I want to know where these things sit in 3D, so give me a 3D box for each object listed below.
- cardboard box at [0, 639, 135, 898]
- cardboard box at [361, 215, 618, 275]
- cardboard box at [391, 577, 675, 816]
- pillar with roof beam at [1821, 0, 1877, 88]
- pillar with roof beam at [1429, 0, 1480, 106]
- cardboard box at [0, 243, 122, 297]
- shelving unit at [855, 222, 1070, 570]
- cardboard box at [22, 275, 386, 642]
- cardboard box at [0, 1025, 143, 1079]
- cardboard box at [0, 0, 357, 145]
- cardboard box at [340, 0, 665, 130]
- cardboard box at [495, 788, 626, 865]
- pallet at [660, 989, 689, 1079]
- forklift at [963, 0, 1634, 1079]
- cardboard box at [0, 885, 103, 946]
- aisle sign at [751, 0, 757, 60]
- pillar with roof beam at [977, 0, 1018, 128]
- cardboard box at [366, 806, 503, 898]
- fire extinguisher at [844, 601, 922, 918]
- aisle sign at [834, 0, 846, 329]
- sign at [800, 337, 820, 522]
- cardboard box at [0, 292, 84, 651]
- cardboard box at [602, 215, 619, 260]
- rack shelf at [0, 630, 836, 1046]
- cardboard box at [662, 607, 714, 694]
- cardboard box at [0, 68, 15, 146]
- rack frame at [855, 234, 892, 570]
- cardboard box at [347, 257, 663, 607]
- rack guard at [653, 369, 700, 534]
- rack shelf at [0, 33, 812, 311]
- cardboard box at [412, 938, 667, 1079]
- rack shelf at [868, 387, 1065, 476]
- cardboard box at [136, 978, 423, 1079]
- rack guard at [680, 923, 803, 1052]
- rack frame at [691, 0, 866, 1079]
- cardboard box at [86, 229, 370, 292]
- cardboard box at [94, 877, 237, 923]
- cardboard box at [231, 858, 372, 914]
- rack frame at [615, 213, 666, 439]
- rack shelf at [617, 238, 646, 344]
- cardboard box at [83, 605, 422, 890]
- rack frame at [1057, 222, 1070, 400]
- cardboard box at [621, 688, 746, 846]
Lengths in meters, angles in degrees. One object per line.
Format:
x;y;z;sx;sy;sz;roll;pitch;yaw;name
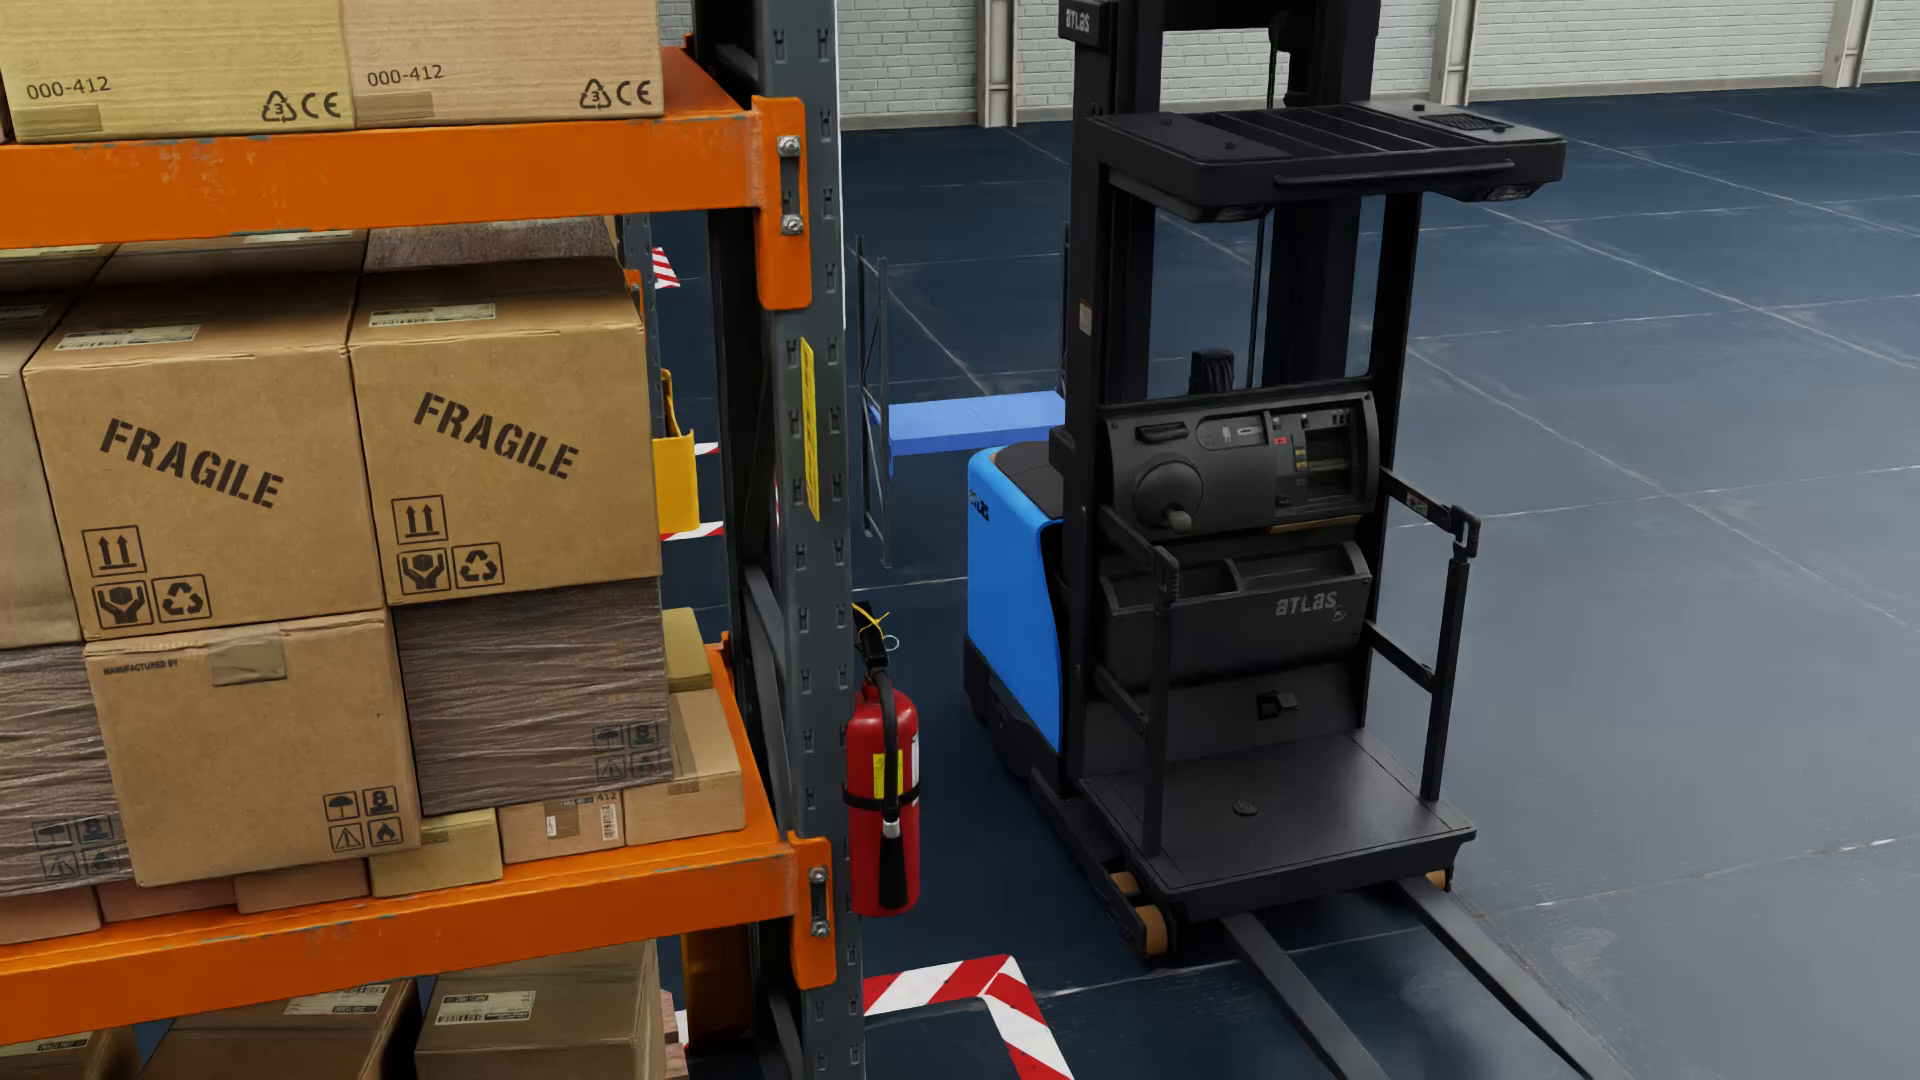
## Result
-1.884;0.265;3.325;0.500;0.500;0.875;-6;24;-14;cardboard box
-1.008;-0.423;3.660;0.500;0.500;0.500;-6;24;-14;cardboard box
-0.942;0.129;3.641;0.500;0.500;0.875;-6;24;-14;cardboard box
13.153;-8.691;17.092;0.400;9.000;9.100;-6;24;-14;pillar with roof beam
7.376;-8.051;15.602;0.400;9.000;9.100;-6;24;-14;pillar with roof beam
-1.973;-0.319;3.417;0.500;0.500;0.500;-6;24;-14;cardboard box
0.082;-0.698;7.975;1.048;1.500;0.538;-6;24;-14;shelving unit
-1.348;-0.171;3.071;0.500;0.500;0.500;-6;24;-14;cardboard box
-2.185;1.416;3.784;0.500;0.500;0.500;-4;24;-9;cardboard box
-1.281;-0.844;2.799;0.500;0.250;0.500;-6;24;-14;cardboard box
-0.801;-0.898;2.925;0.500;0.250;0.500;-6;24;-13;cardboard box
-0.865;0.514;3.566;0.250;0.149;0.380;-6;24;-14;cardboard box
-1.270;1.626;4.192;1.213;0.211;1.003;-6;24;-14;pallet
0.967;-0.218;5.042;1.130;2.935;3.031;-8;24;-17;forklift
-1.823;0.627;3.303;0.250;0.149;0.380;-6;24;-14;cardboard box
-0.427;-1.051;3.600;0.004;0.787;0.394;-6;24;-14;aisle sign
1.599;-7.412;14.113;0.400;9.000;9.100;-6;24;-14;pillar with roof beam
-1.092;0.560;3.458;0.250;0.149;0.380;-6;24;-14;cardboard box
-0.171;0.462;3.467;0.183;0.674;0.296;-6;24;-14;fire extinguisher
-0.265;-0.824;3.069;0.004;0.787;0.394;-6;24;-14;aisle sign
-0.275;-0.201;3.045;0.005;0.325;0.100;-6;24;-14;sign
-1.830;-0.118;2.950;0.500;0.500;0.500;-6;24;-14;cardboard box
-1.993;-1.642;8.083;0.550;0.550;0.875;-6;24;-14;cardboard box
-2.331;0.807;3.477;4.000;0.370;1.077;-6;24;-14;rack shelf
-0.744;0.319;4.021;0.250;0.149;0.380;-6;24;-14;cardboard box
-1.776;-0.792;2.679;0.500;0.250;0.500;-6;24;-13;cardboard box
-0.407;-0.644;7.849;0.032;1.500;0.500;-6;24;-14;rack frame
-0.868;-0.226;3.201;0.500;0.500;0.500;-6;24;-14;cardboard box
-1.625;-0.484;8.744;0.348;0.500;1.175;-6;24;-14;rack guard
-2.331;-0.571;2.885;4.000;0.370;1.077;-6;24;-14;rack shelf
-1.011;1.280;4.101;0.500;0.500;0.500;-2;23;-5;cardboard box
0.082;-0.533;8.046;1.000;0.185;0.538;-6;24;-14;rack shelf
-1.577;1.356;3.923;0.500;0.500;0.500;0;23;0;cardboard box
-0.478;1.421;4.305;0.348;0.500;1.175;-6;24;-14;rack guard
-0.405;0.264;3.831;0.127;3.000;1.000;-6;24;-14;rack frame
-1.492;-0.373;3.543;0.500;0.500;0.500;-6;24;-14;cardboard box
-1.588;0.592;3.385;0.250;0.149;0.380;-6;24;-14;cardboard box
-1.336;0.581;3.410;0.250;0.149;0.380;-6;24;-14;cardboard box
-1.648;-1.630;8.245;0.127;3.000;1.000;-6;24;-14;rack frame
-3.573;-1.087;7.890;4.000;0.370;1.077;-6;24;-14;rack shelf
-1.391;0.228;3.410;0.500;0.500;0.875;-6;24;-14;cardboard box
0.572;-0.752;8.102;0.032;1.500;0.500;-6;24;-14;rack frame
-0.624;0.488;3.628;0.250;0.149;0.380;-6;24;-14;cardboard box
